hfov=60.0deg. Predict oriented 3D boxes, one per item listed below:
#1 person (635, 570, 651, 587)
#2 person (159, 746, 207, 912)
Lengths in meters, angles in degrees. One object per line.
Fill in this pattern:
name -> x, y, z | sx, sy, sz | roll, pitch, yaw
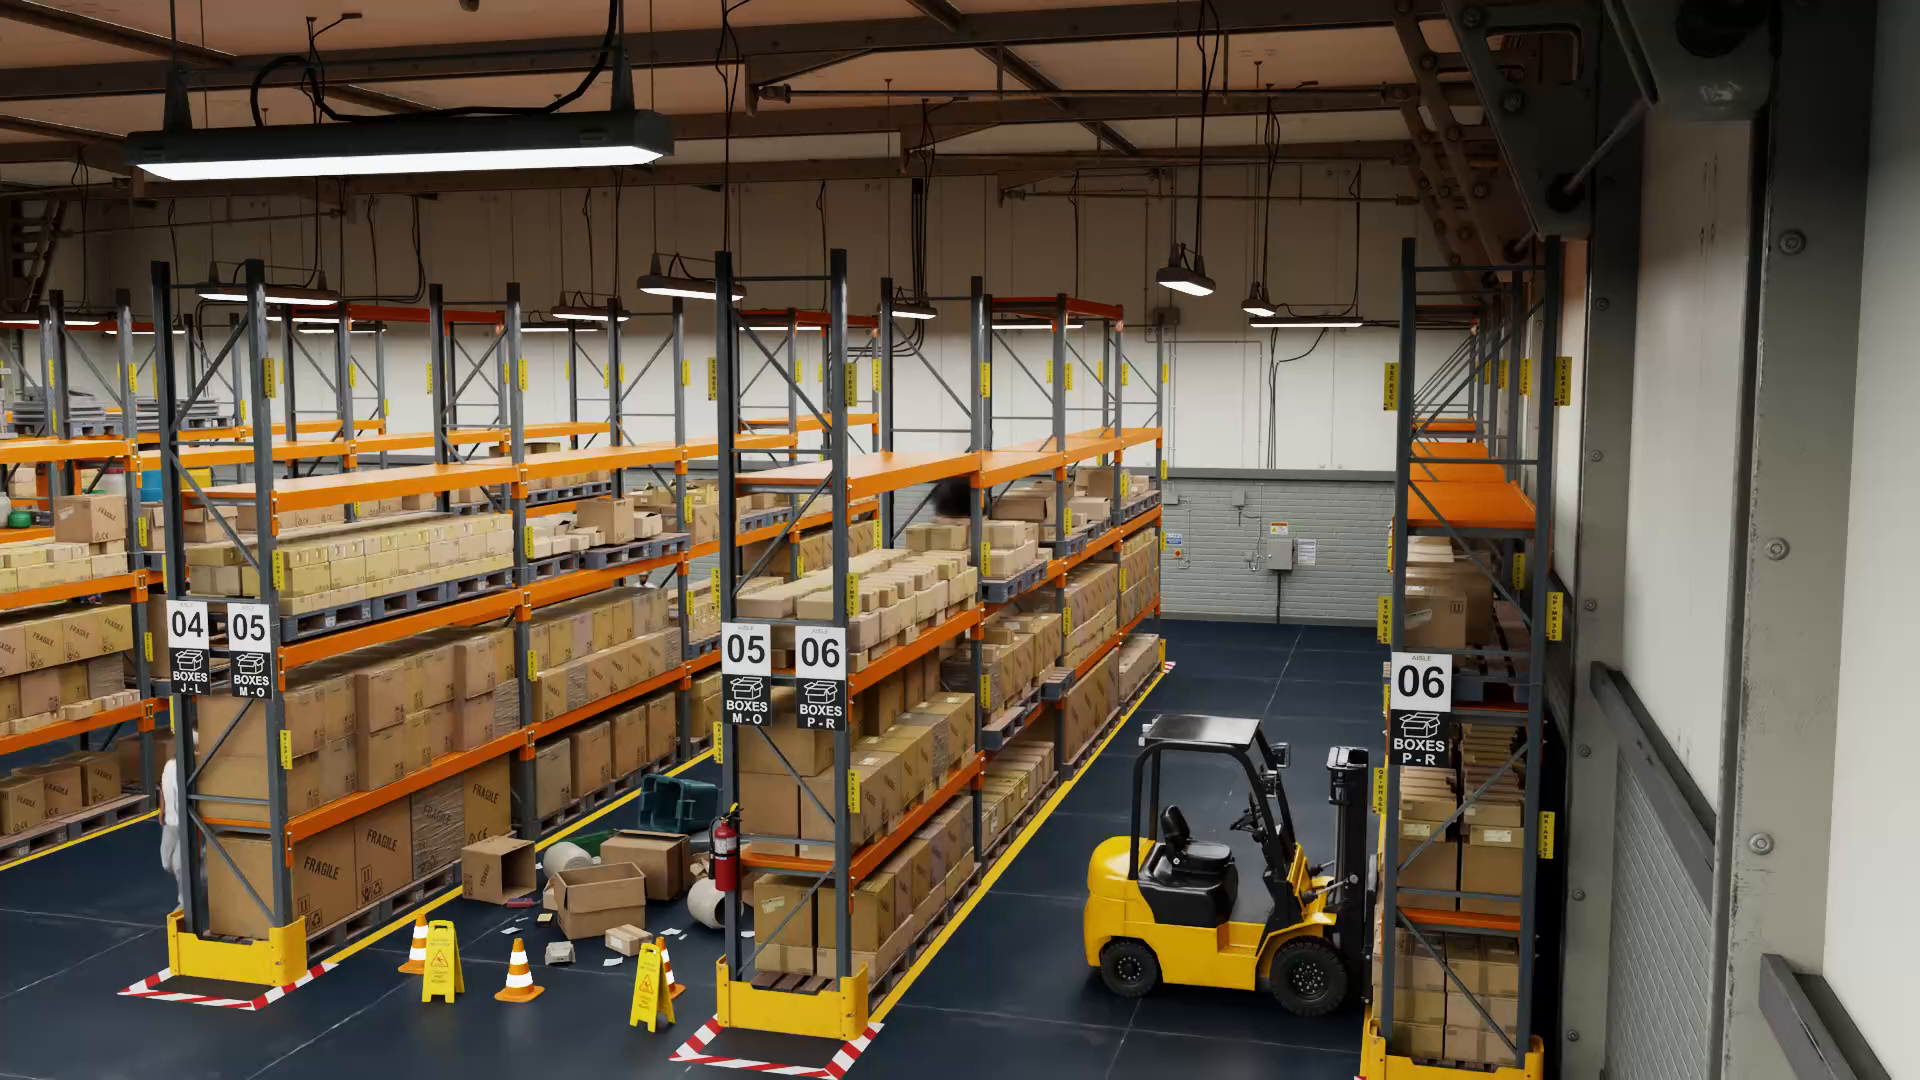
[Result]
person -> -5.414, 0.876, 28.418 | 0.402, 0.827, 0.345 | 0, 6, 2
person -> -7.294, 2.676, 15.790 | 0.727, 1.688, 0.665 | 2, 6, 19
